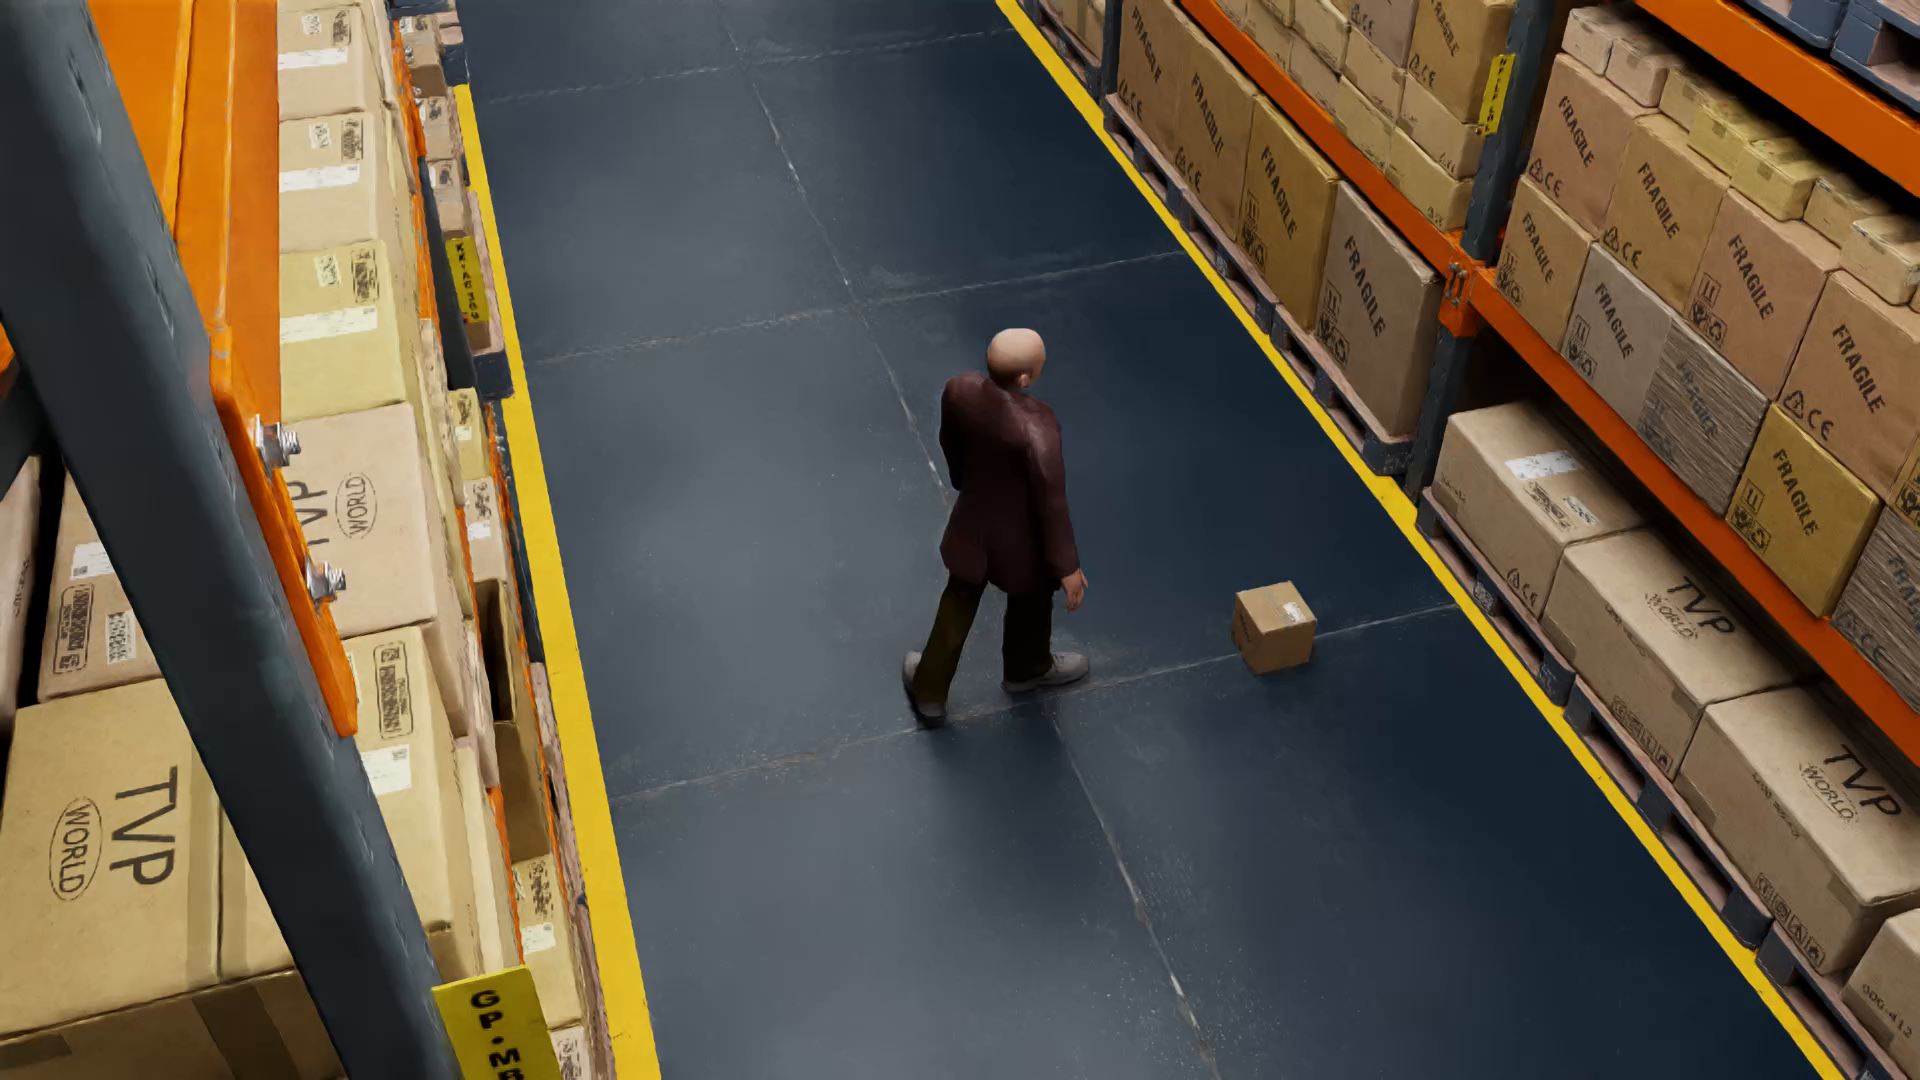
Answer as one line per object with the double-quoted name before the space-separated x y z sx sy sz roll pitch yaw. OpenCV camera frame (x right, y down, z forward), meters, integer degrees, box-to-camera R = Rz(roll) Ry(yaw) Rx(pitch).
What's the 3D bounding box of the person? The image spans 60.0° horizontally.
"person" 0.170 -0.038 6.226 0.775 1.774 0.707 32 51 31
